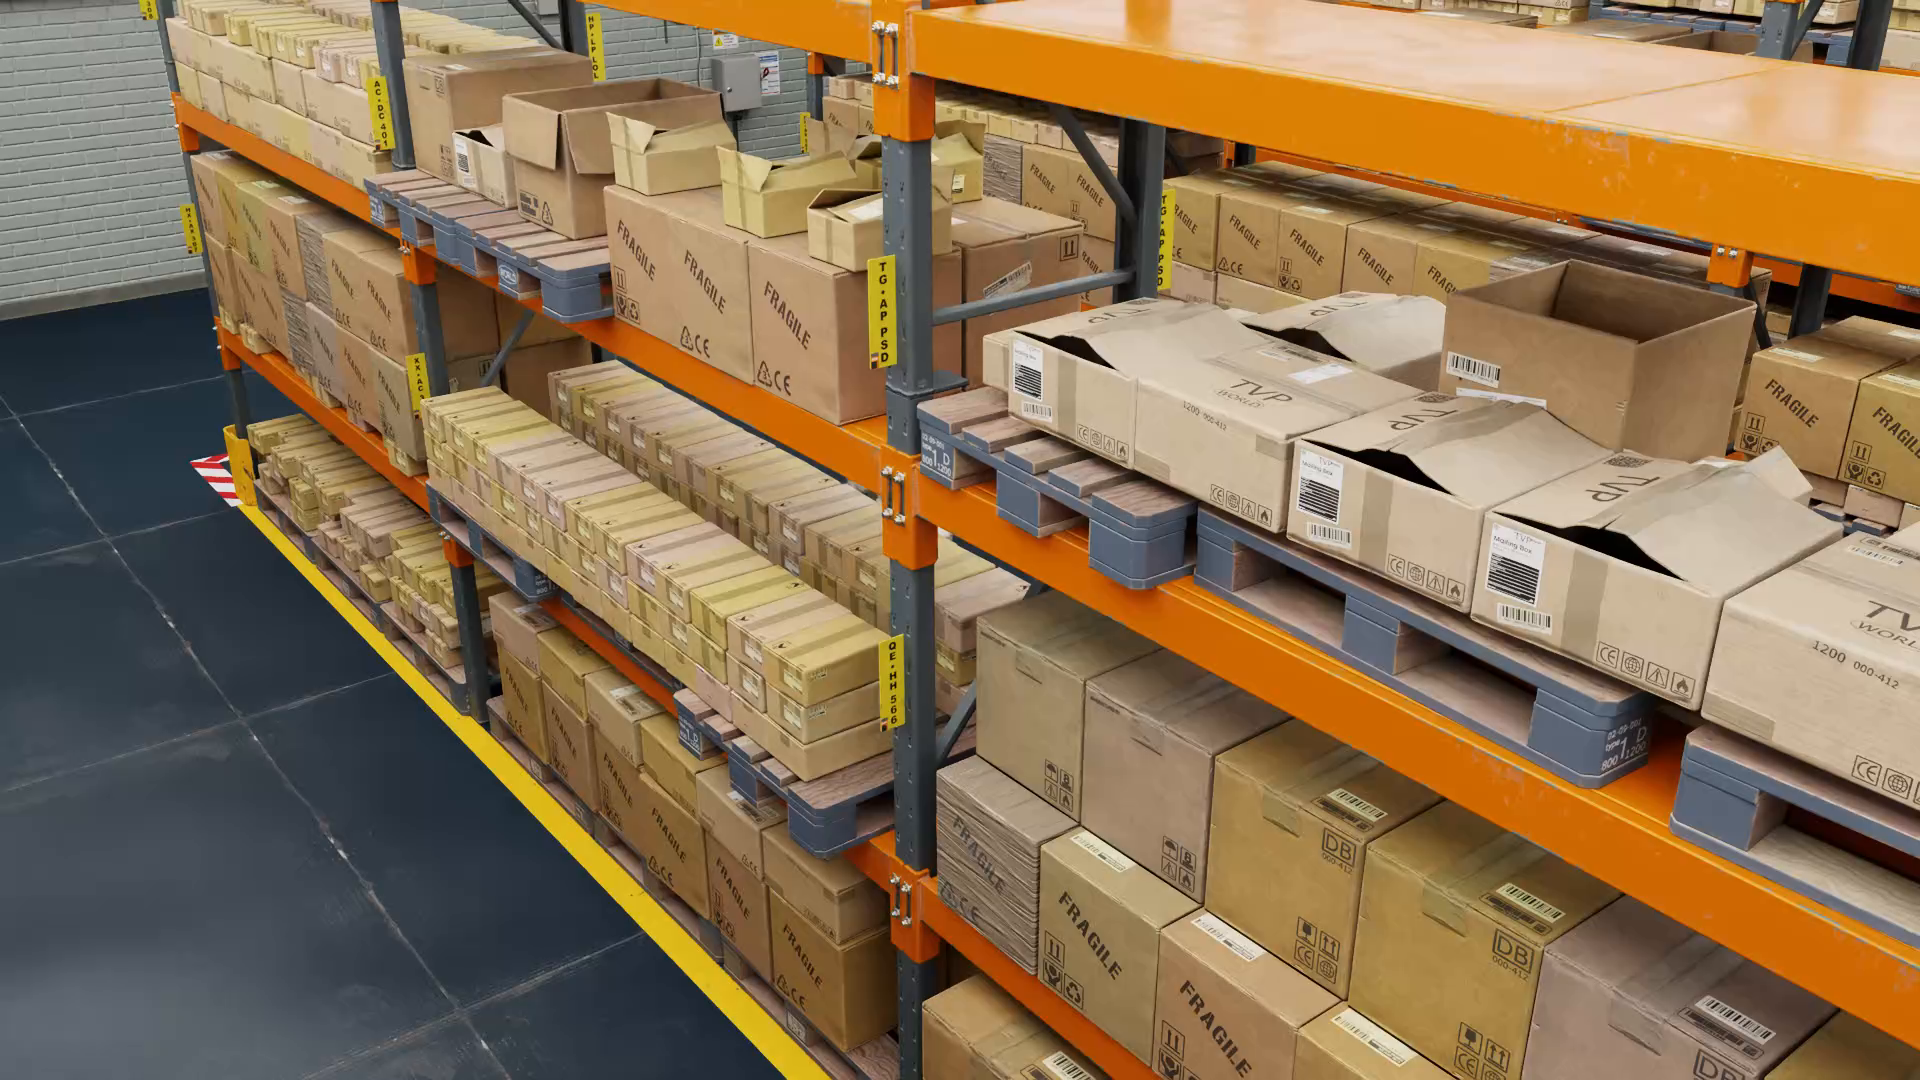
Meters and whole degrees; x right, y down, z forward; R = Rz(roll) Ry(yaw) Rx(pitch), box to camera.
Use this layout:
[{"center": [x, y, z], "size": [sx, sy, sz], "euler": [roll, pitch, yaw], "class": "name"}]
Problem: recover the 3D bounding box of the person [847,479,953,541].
[{"center": [-0.434, -0.156, 10.348], "size": [0.539, 1.006, 0.871], "euler": [-18, 30, -34], "class": "person"}]
